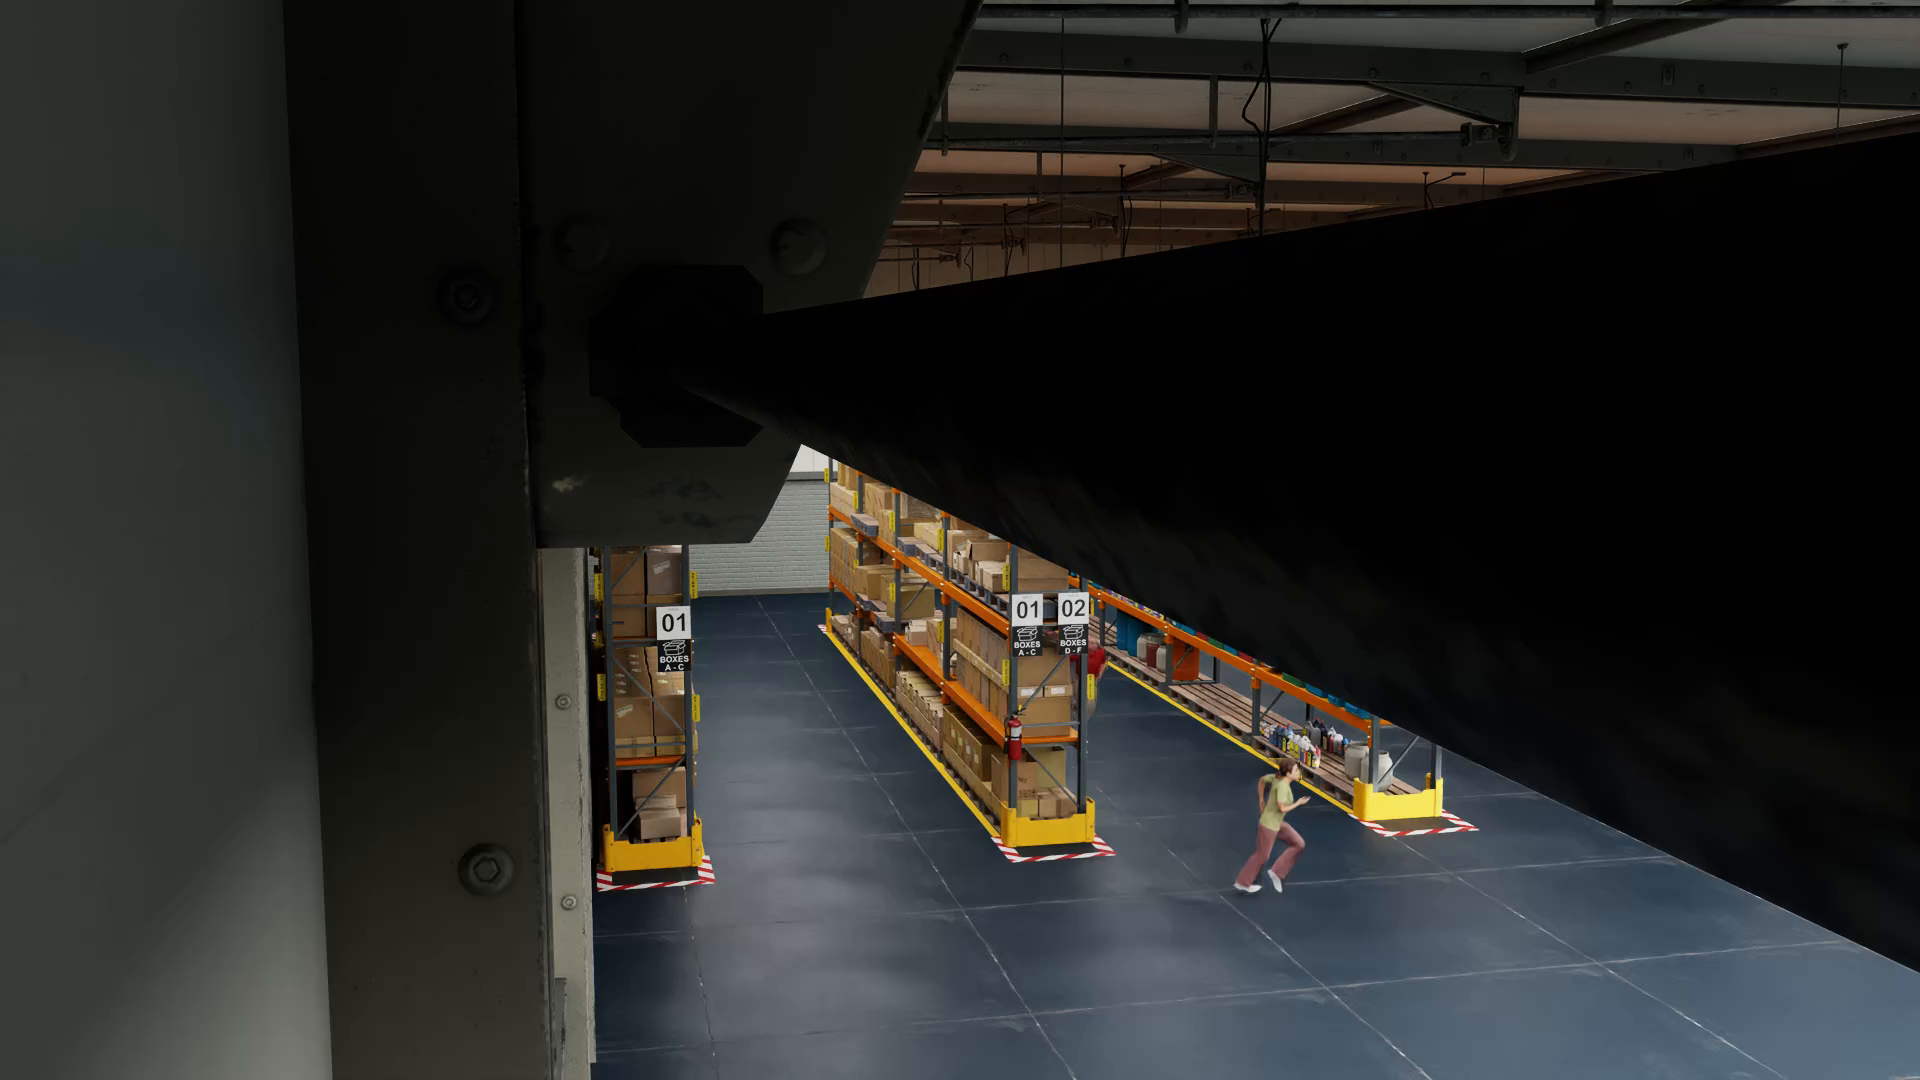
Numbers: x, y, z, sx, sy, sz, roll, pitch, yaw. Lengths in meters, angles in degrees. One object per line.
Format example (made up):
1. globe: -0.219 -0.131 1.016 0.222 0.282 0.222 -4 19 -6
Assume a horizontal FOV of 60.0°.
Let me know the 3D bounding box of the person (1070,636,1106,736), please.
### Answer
1. person: 2.035 2.340 26.936 0.655 1.660 0.762 -3 7 -23

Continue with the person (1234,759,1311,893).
1. person: 3.564 3.263 18.963 0.842 1.587 0.561 2 7 18
